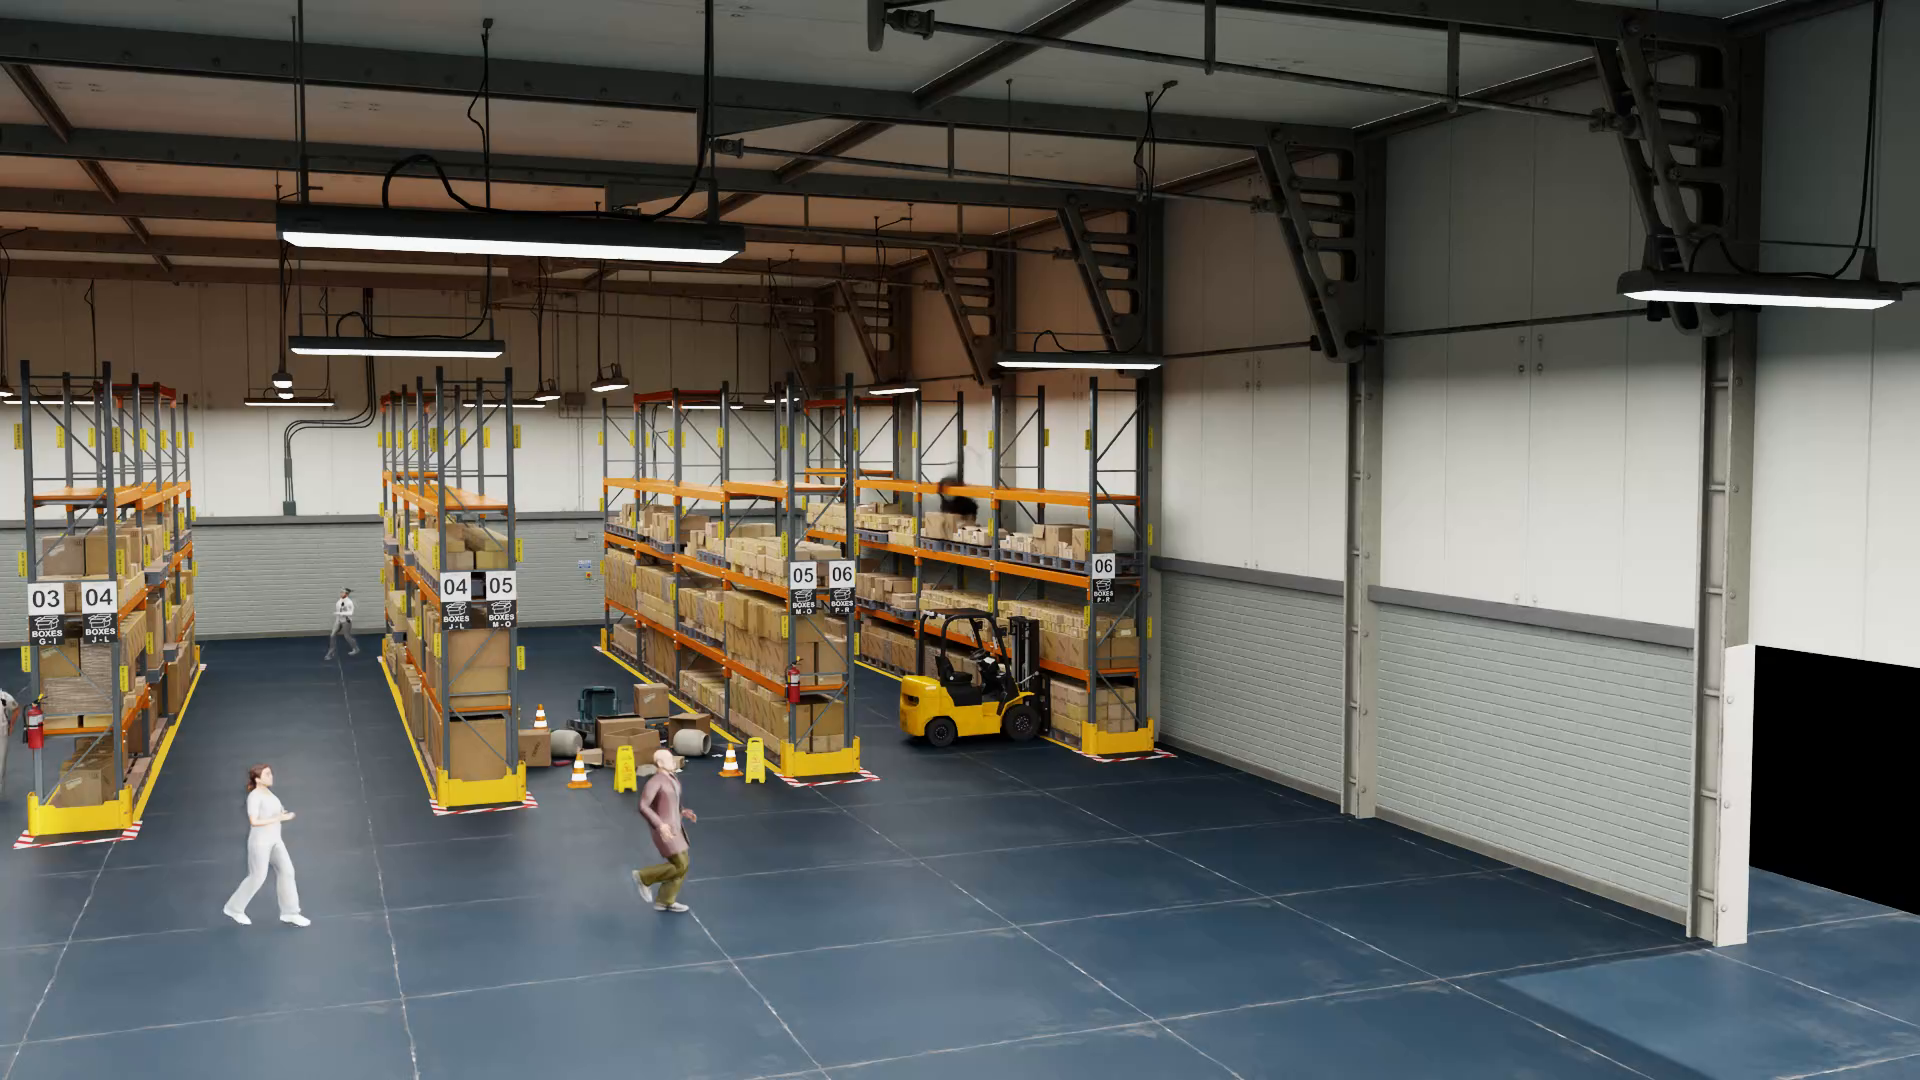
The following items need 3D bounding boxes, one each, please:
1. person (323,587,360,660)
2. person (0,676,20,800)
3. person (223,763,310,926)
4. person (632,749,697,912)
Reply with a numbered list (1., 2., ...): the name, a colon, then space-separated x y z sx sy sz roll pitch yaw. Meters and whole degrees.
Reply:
1. person: -14.014 1.897 37.979 0.652 1.706 0.850 2 4 35
2. person: -13.561 2.738 23.313 0.645 1.772 0.816 -2 4 -28
3. person: -7.105 3.114 16.989 0.862 1.681 0.561 0 3 4
4. person: -3.132 3.080 17.634 0.637 1.733 0.710 1 3 10
